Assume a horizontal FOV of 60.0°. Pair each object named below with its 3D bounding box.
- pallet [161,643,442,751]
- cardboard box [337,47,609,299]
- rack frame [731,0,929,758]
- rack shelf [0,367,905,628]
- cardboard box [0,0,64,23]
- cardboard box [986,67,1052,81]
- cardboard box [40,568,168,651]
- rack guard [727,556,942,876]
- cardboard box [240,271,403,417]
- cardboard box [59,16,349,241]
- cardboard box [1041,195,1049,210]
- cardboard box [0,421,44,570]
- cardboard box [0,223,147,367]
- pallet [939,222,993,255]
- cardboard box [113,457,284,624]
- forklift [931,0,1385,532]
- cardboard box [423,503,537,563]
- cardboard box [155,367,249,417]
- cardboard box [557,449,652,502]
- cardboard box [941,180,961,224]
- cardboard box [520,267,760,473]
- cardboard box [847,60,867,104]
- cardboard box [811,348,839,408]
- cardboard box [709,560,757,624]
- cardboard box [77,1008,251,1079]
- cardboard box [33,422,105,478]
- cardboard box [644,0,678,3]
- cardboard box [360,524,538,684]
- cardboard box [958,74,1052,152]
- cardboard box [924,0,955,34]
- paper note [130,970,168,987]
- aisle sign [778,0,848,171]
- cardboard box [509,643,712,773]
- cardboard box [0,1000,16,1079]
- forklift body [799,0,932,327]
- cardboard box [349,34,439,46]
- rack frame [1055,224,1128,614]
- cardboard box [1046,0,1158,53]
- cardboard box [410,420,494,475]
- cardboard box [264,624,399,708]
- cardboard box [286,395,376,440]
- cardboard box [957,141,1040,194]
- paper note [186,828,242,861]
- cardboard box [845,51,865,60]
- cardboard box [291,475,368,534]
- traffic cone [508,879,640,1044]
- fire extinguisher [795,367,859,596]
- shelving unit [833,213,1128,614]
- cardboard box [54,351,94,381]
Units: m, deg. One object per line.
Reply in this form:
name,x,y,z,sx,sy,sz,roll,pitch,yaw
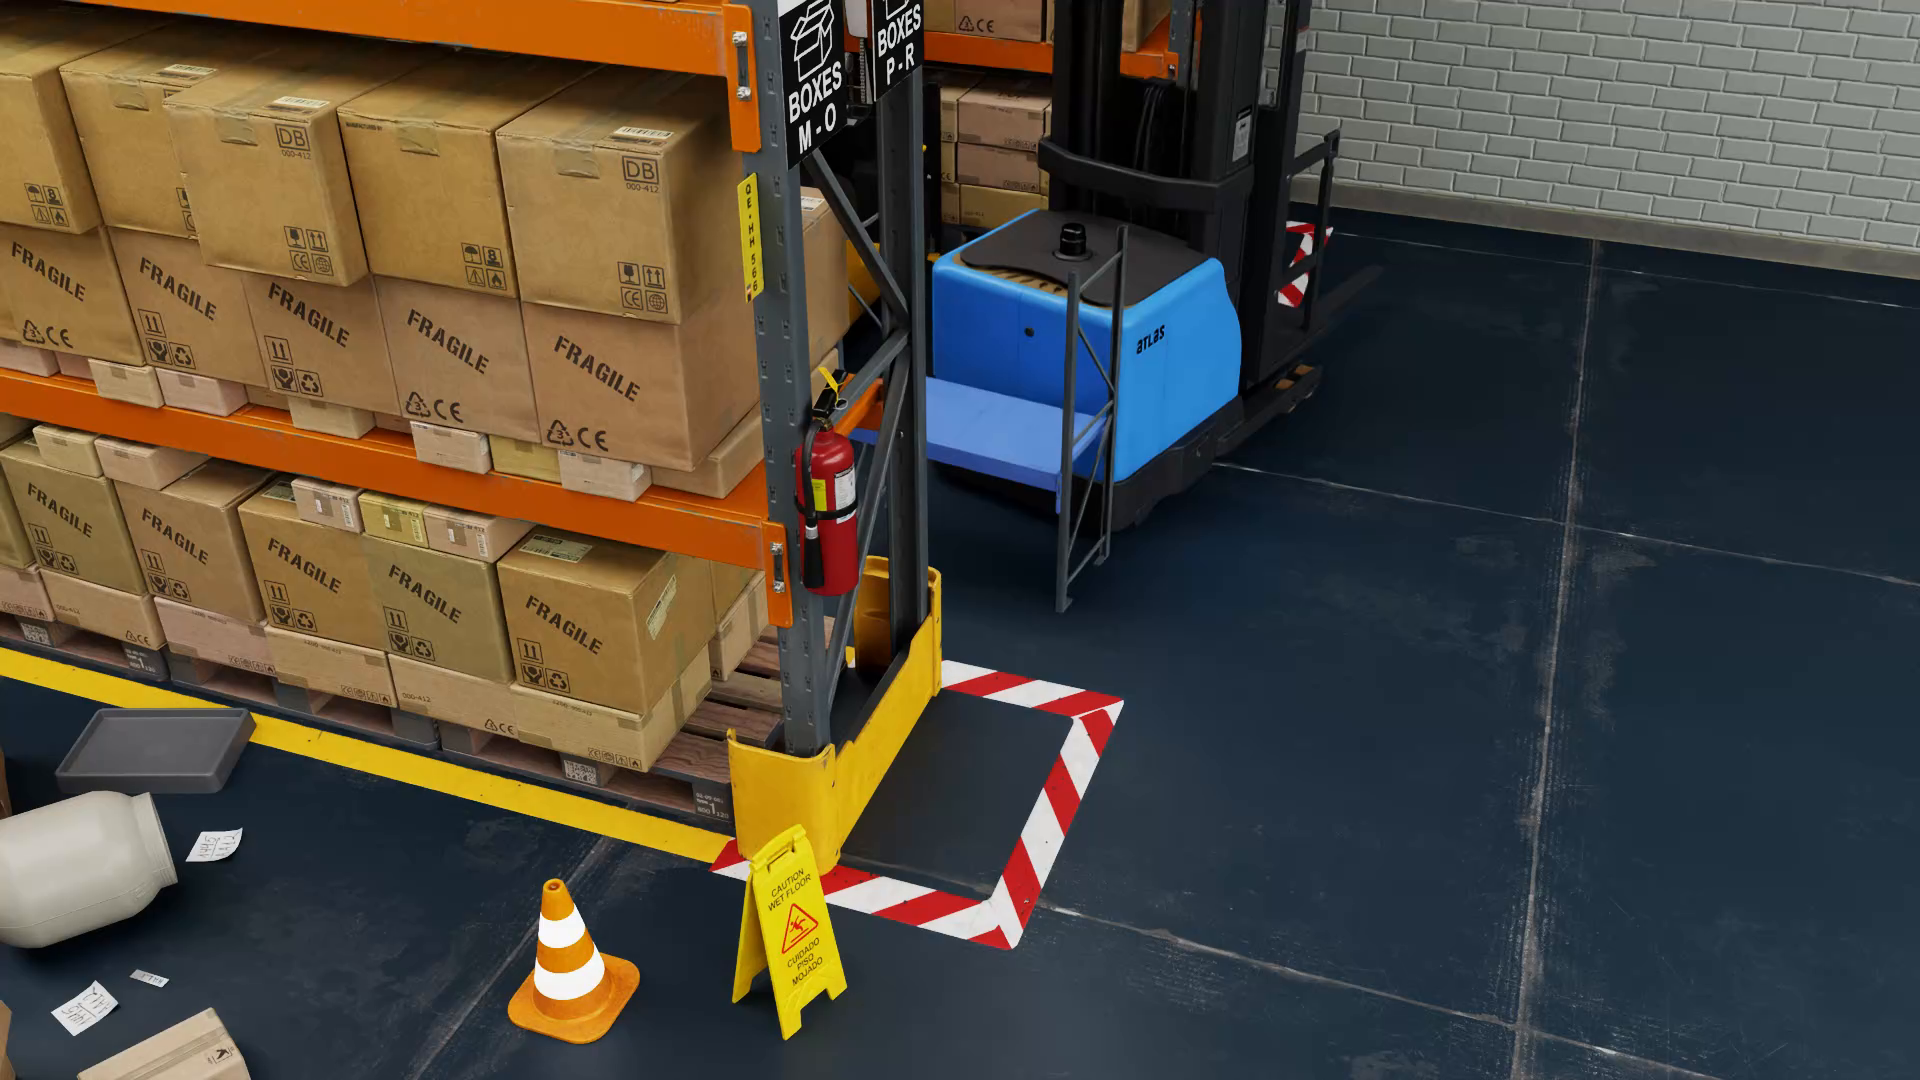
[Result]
pallet,-2.309,0.319,6.561,1.213,0.211,1.003,11,34,16
cardboard box,-1.368,-1.113,4.920,0.500,0.500,0.700,11,35,17
rack frame,-0.340,-0.447,5.178,0.127,3.000,1.000,11,34,16
rack shelf,-2.222,-0.511,5.940,4.000,0.370,1.077,11,34,16
cardboard box,-3.291,-1.471,5.474,0.500,0.500,0.700,11,34,17
cardboard box,0.471,-2.698,9.890,0.500,0.250,0.500,11,34,17
cardboard box,-3.134,0.137,6.420,0.500,0.250,0.500,13,35,19
rack guard,-0.411,0.589,5.877,0.348,0.500,1.175,11,34,16
cardboard box,-1.883,-0.760,5.296,0.500,0.500,0.500,11,34,16
cardboard box,-2.306,-1.316,5.234,0.500,0.500,0.700,11,34,16
cardboard box,0.783,-1.929,9.619,0.500,0.250,0.500,11,35,17
cardboard box,-3.641,-0.270,6.359,0.500,0.500,0.500,13,35,19
cardboard box,-2.836,-0.945,5.582,0.500,0.500,0.500,11,34,16
pallet,0.598,-1.930,10.044,1.213,0.211,1.003,11,34,16
cardboard box,-2.645,-0.082,6.068,0.500,0.500,0.500,13,35,19
forklift,1.158,-2.006,7.654,1.130,2.935,3.031,23,39,31
cardboard box,-1.550,-0.103,5.502,0.250,0.149,0.380,12,35,18
cardboard box,-2.469,-0.582,5.617,0.250,0.149,0.380,11,34,16
cardboard box,-1.040,-0.291,5.167,0.250,0.149,0.380,11,34,16
cardboard box,-0.150,-2.121,9.917,0.500,0.250,0.500,11,35,17
cardboard box,-0.943,-0.573,5.006,0.500,0.500,0.500,10,34,16
cardboard box,-0.643,-2.623,9.774,0.500,0.250,0.500,10,34,15
cardboard box,-0.589,-0.510,5.506,0.250,0.149,0.380,11,34,17
cardboard box,-1.028,-0.077,6.060,0.500,0.500,0.500,10,34,15
cardboard box,-2.254,1.542,4.725,0.380,0.149,0.250,-25,40,-33
cardboard box,-3.059,-0.396,5.956,0.250,0.149,0.380,12,35,18
cardboard box,-0.770,-1.525,4.312,0.250,0.149,0.380,11,34,17
cardboard box,-1.674,0.109,5.772,0.500,0.500,0.500,12,35,18
cardboard box,0.310,-2.439,9.489,0.500,0.250,0.500,12,35,17
cardboard box,-0.188,-3.174,9.308,0.500,0.500,0.500,10,34,16
paper note,-2.507,1.355,5.142,0.123,0.001,0.032,11,34,16
aisle sign,-0.379,-1.380,4.226,0.004,0.787,0.394,11,34,16
cardboard box,-1.214,0.516,5.833,0.500,0.250,0.500,11,34,16
cardboard box,-2.847,1.573,4.350,0.637,0.503,0.797,-11,35,-17
forklift body,-1.069,-2.042,8.429,1.214,2.155,2.313,11,34,16
cardboard box,-3.657,-3.129,11.133,0.625,0.625,0.875,11,34,16
rack frame,0.516,-0.451,6.567,0.032,1.500,0.500,15,36,22
cardboard box,0.780,-2.981,9.009,0.500,0.500,0.500,10,34,15
cardboard box,-1.526,-0.380,5.305,0.250,0.149,0.380,12,35,17
cardboard box,-2.171,0.329,6.123,0.500,0.250,0.500,10,34,15
cardboard box,-1.991,-0.499,5.490,0.250,0.149,0.380,11,34,16
cardboard box,0.299,-2.241,9.642,0.500,0.250,0.500,11,34,16
paper note,-2.521,1.030,5.627,0.148,0.019,0.142,0,33,0
cardboard box,-0.476,-2.892,10.191,0.500,0.250,0.500,10,34,16
cardboard box,-2.033,-0.199,5.652,0.250,0.149,0.380,12,35,19
traffic cone,-1.180,1.198,4.967,0.334,0.463,0.336,11,34,16
fire extinguisher,-0.387,-0.159,4.802,0.183,0.674,0.296,11,34,16
shelving unit,0.063,-0.577,6.761,1.048,1.500,0.538,15,36,22
cardboard box,-2.918,-0.704,5.806,0.250,0.149,0.380,11,34,16
